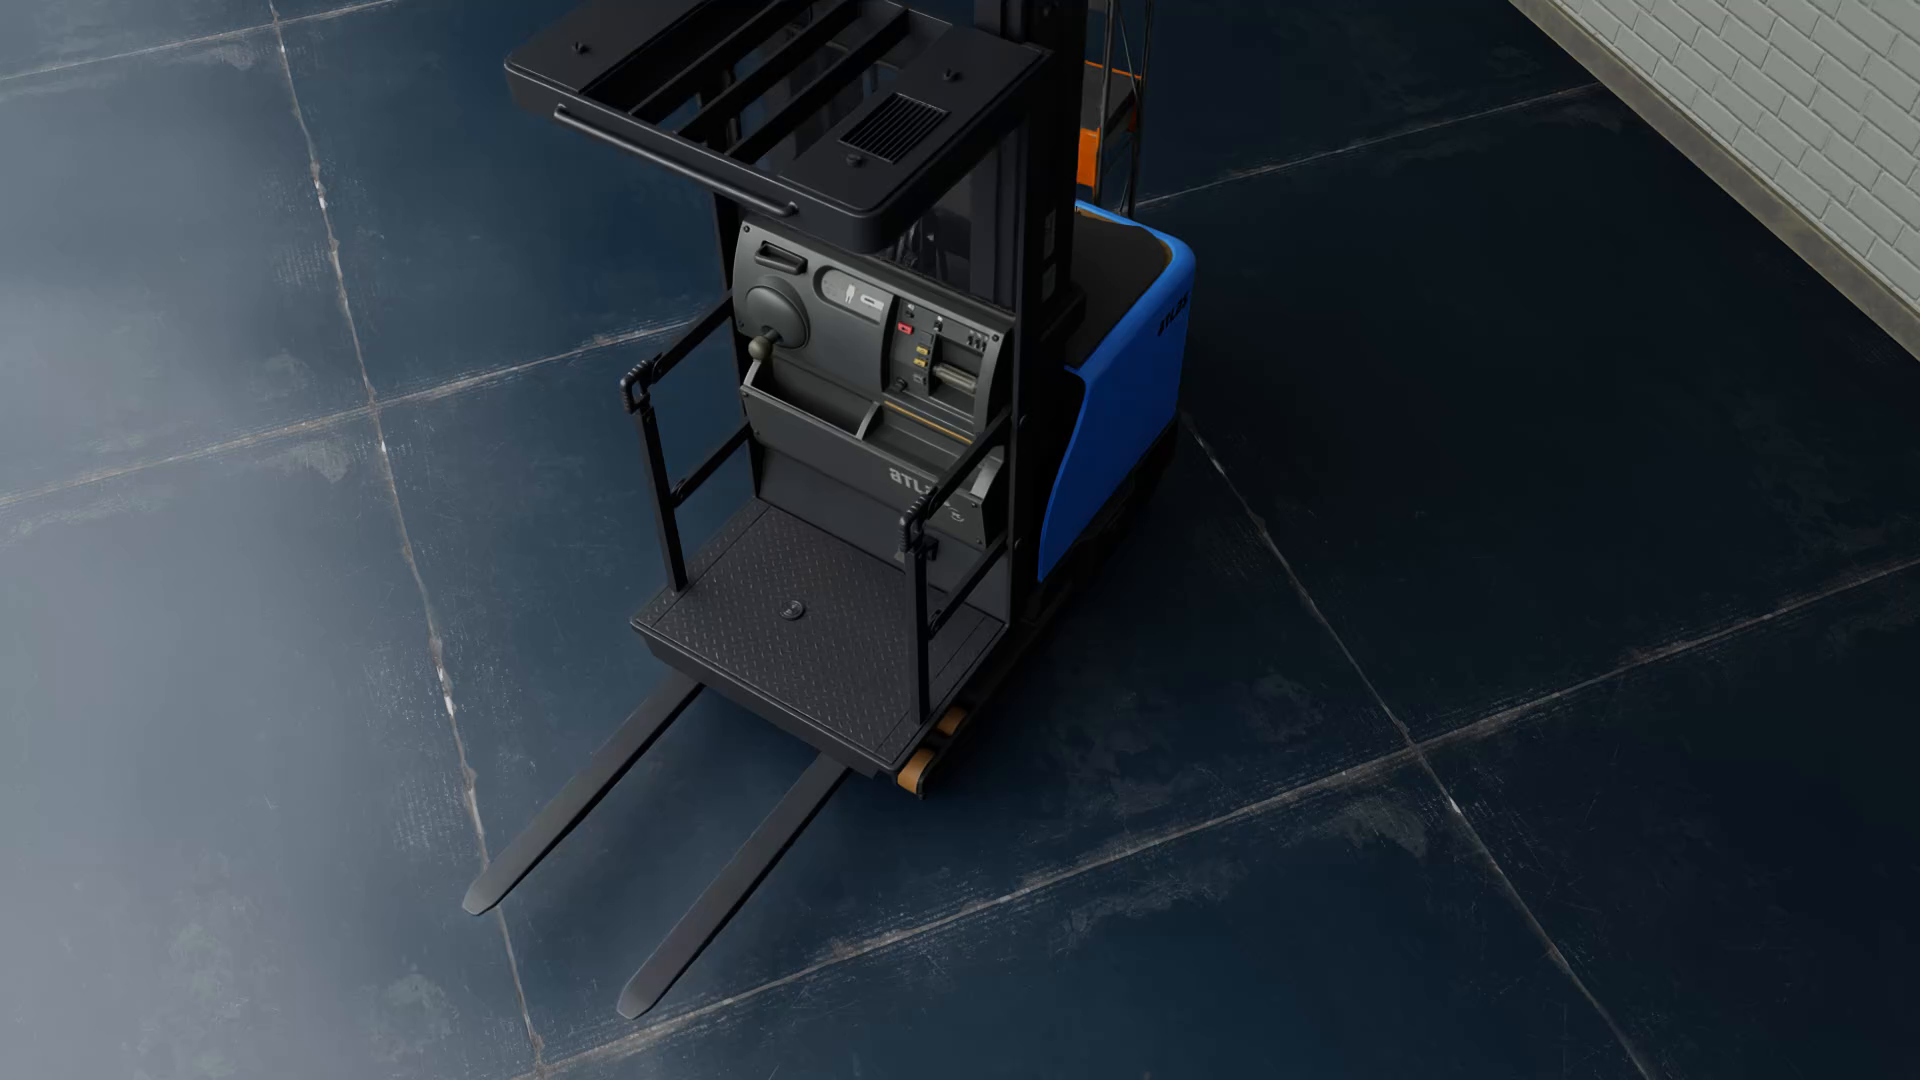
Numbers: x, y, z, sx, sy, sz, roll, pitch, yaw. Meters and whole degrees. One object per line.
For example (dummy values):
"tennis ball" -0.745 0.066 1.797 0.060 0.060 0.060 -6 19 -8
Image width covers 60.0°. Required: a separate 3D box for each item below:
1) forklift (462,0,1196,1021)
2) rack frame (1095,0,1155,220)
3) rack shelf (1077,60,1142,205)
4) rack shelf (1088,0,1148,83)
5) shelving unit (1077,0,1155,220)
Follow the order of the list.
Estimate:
"forklift" -0.396 -0.529 4.772 1.130 2.935 3.031 26 54 21
"rack frame" 0.583 -1.404 6.072 0.015 2.100 0.400 21 53 17
"rack shelf" 0.365 -1.480 6.154 0.480 0.518 0.431 21 53 17
"rack shelf" 0.366 -1.936 5.623 0.480 0.518 0.431 21 53 17
"shelving unit" 0.365 -1.489 6.144 0.503 2.100 0.431 21 53 17
